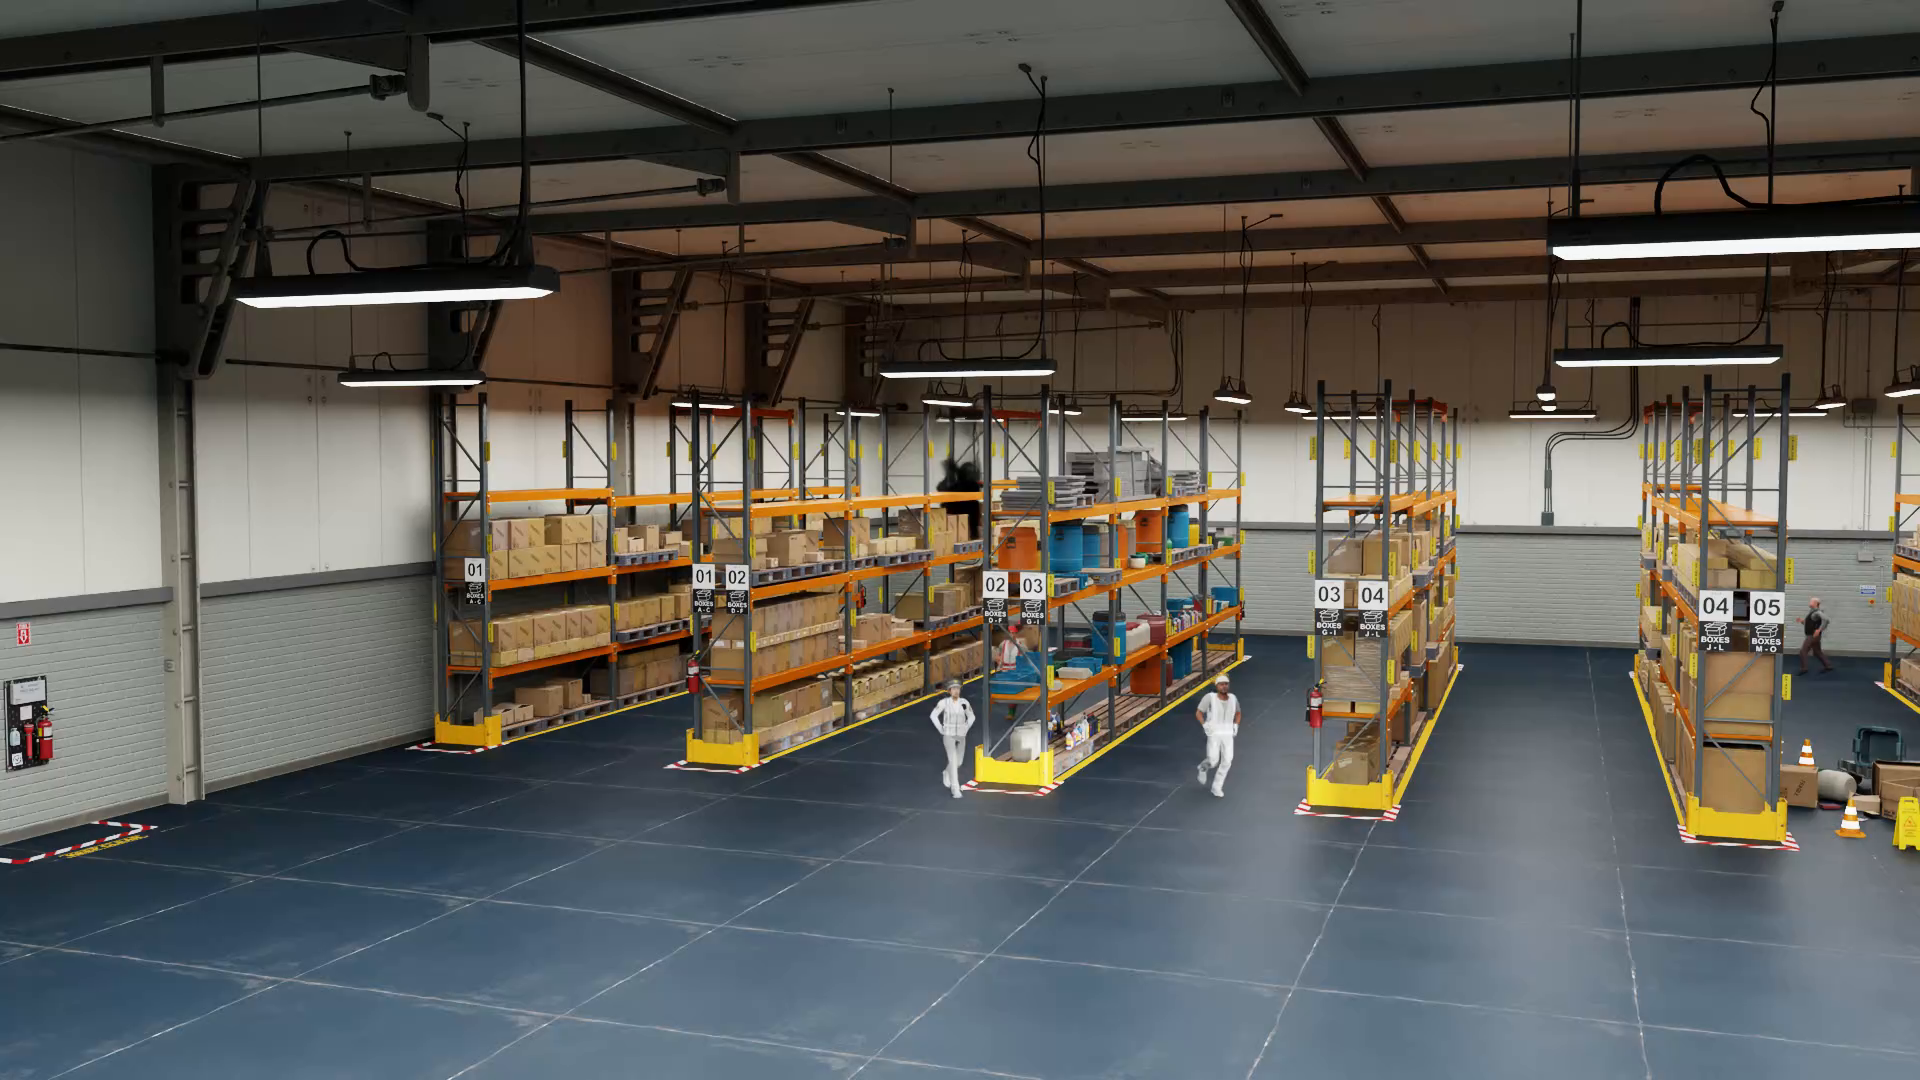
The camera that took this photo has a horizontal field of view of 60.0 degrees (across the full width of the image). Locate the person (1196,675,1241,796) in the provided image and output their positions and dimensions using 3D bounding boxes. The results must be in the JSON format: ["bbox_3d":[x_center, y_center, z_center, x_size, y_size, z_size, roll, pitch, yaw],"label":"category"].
[{"bbox_3d":[3.802,2.843,24.371,0.707,1.739,0.657,-1,3,-11],"label":"person"}]

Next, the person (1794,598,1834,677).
[{"bbox_3d":[18.971,2.171,36.916,0.799,1.777,0.632,1,3,24],"label":"person"}]

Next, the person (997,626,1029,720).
[{"bbox_3d":[0.980,2.477,31.061,0.643,1.745,0.599,1,3,17],"label":"person"}]

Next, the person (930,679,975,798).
[{"bbox_3d":[-0.087,2.886,24.322,0.668,1.716,0.706,-1,3,-16],"label":"person"}]
